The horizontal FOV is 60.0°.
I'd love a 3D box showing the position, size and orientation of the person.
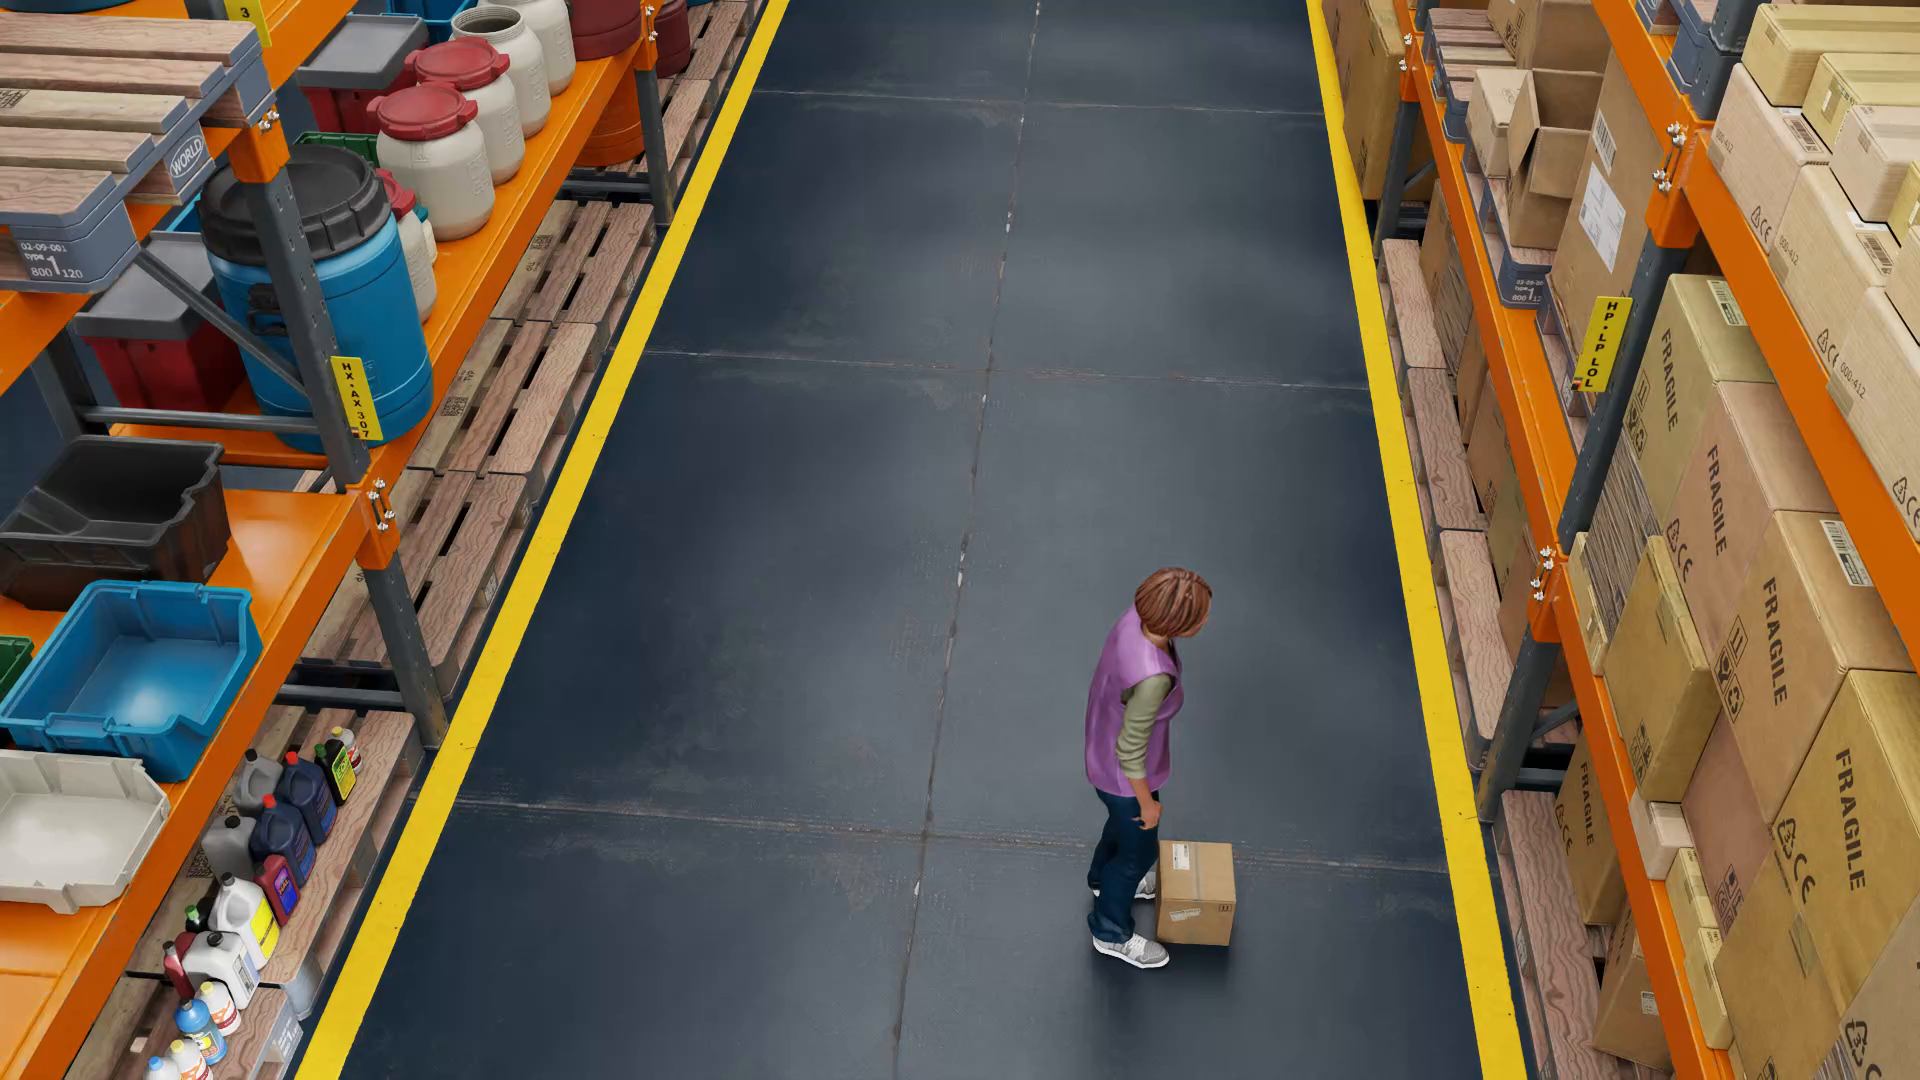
[{"bbox_3d":[0.567,0.709,5.338,0.344,1.593,0.460,3,41,4],"label":"person"}]
